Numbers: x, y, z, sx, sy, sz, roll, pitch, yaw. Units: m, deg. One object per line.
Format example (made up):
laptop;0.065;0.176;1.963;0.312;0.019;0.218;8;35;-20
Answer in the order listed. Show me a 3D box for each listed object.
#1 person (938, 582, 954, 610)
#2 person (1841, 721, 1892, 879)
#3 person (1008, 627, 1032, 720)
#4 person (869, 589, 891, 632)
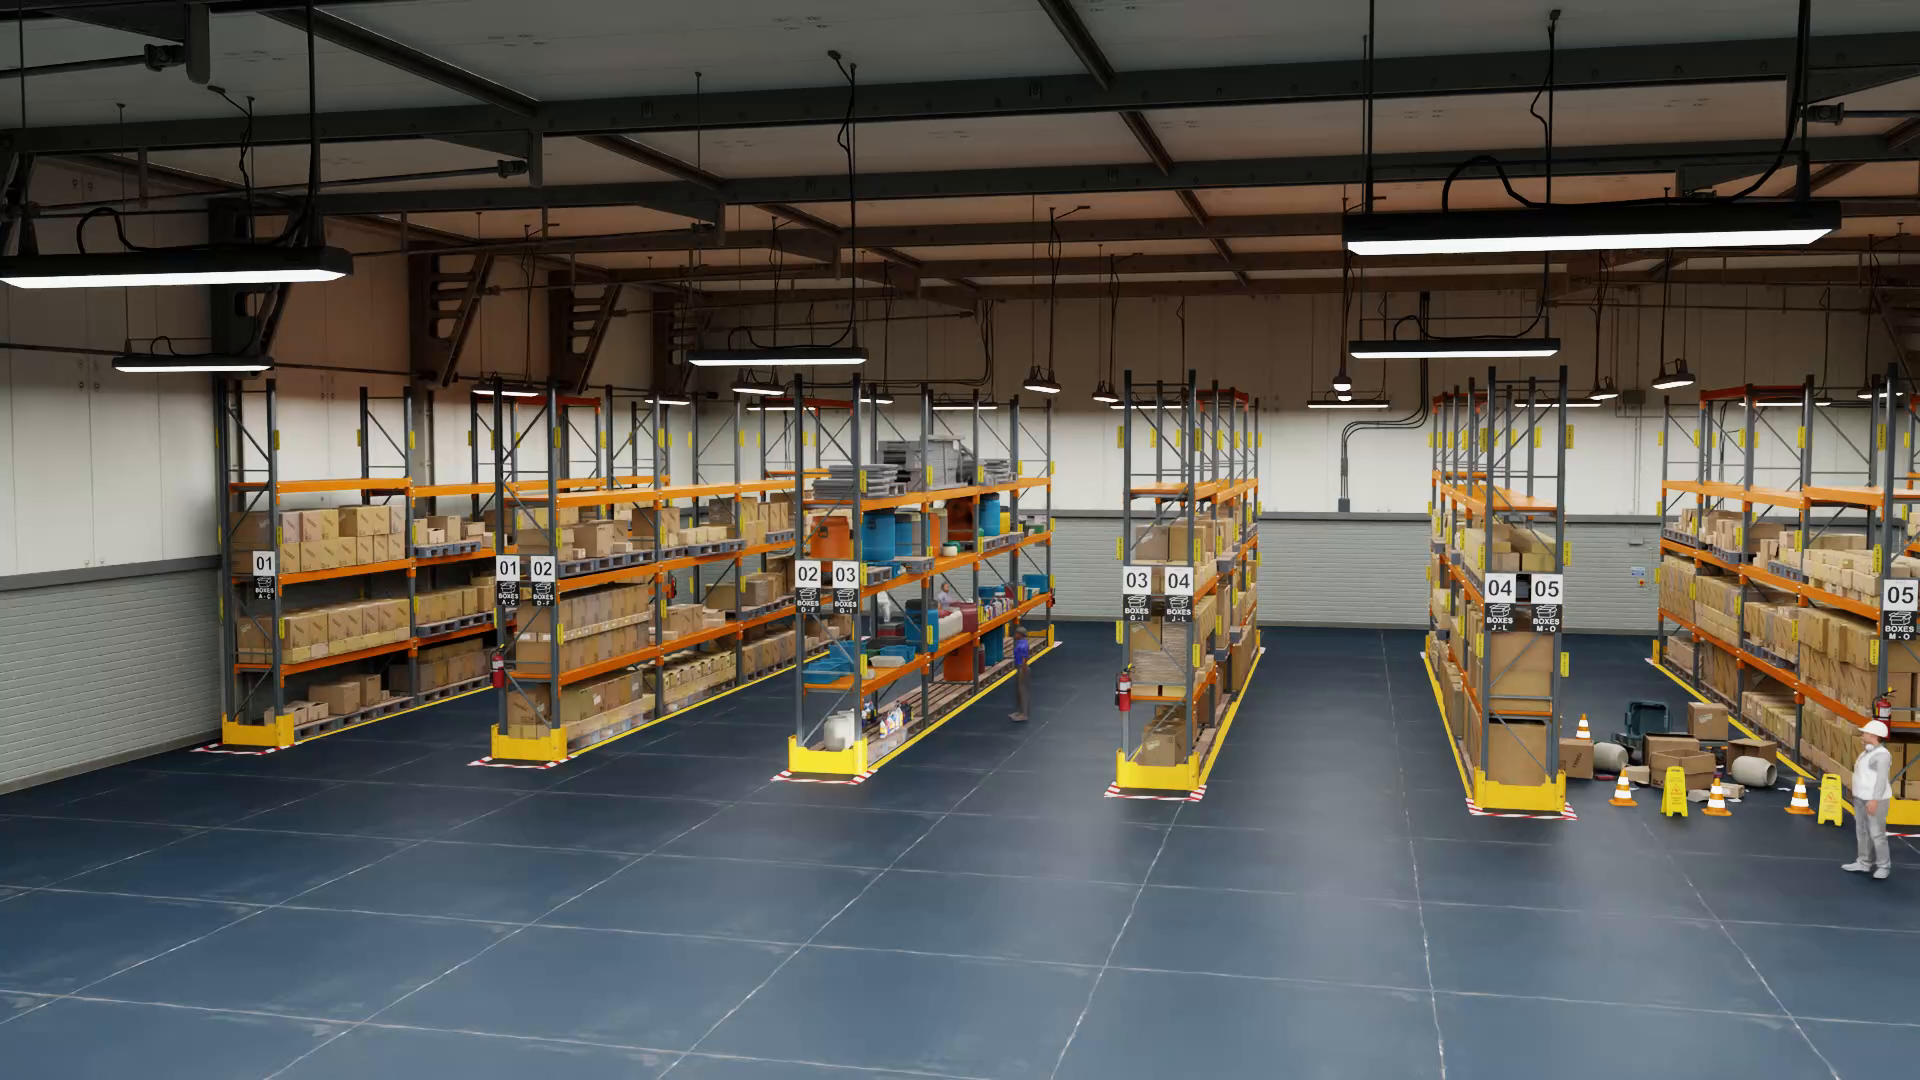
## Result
person;-0.304;1.835;39.278;0.503;1.657;0.504;2;4;28
person;10.463;2.959;19.087;0.396;1.783;0.561;0;3;-4
person;1.060;2.379;29.766;0.374;1.663;0.510;0;3;-4
person;-1.994;1.585;42.408;0.637;1.739;1.051;-1;4;-22
